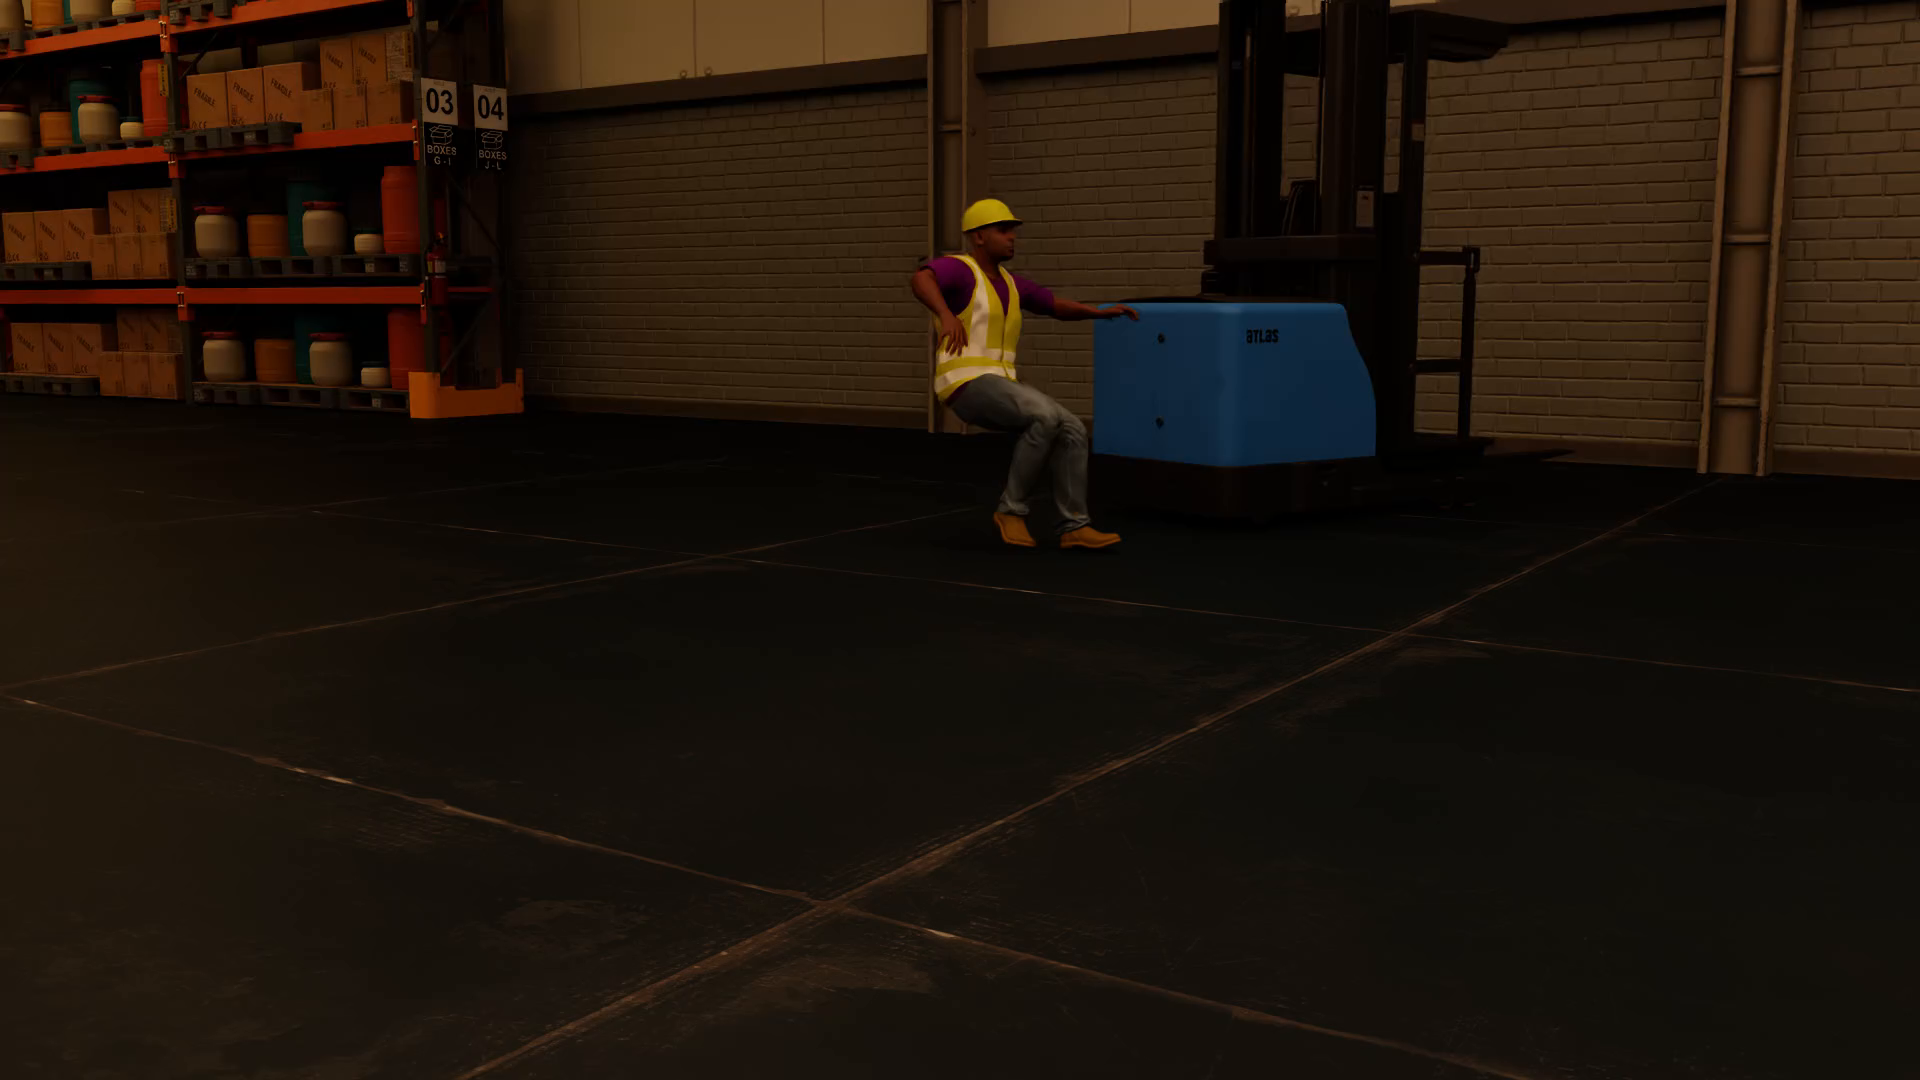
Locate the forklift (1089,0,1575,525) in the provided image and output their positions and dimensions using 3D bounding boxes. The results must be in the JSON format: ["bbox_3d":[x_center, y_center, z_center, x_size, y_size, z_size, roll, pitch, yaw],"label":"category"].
[{"bbox_3d":[2.157,-1.662,8.879,3.031,2.935,1.130,-6,10,-36],"label":"forklift"}]

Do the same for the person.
[{"bbox_3d":[0.281,-0.715,7.236,0.872,1.533,1.125,4,9,28],"label":"person"}]
